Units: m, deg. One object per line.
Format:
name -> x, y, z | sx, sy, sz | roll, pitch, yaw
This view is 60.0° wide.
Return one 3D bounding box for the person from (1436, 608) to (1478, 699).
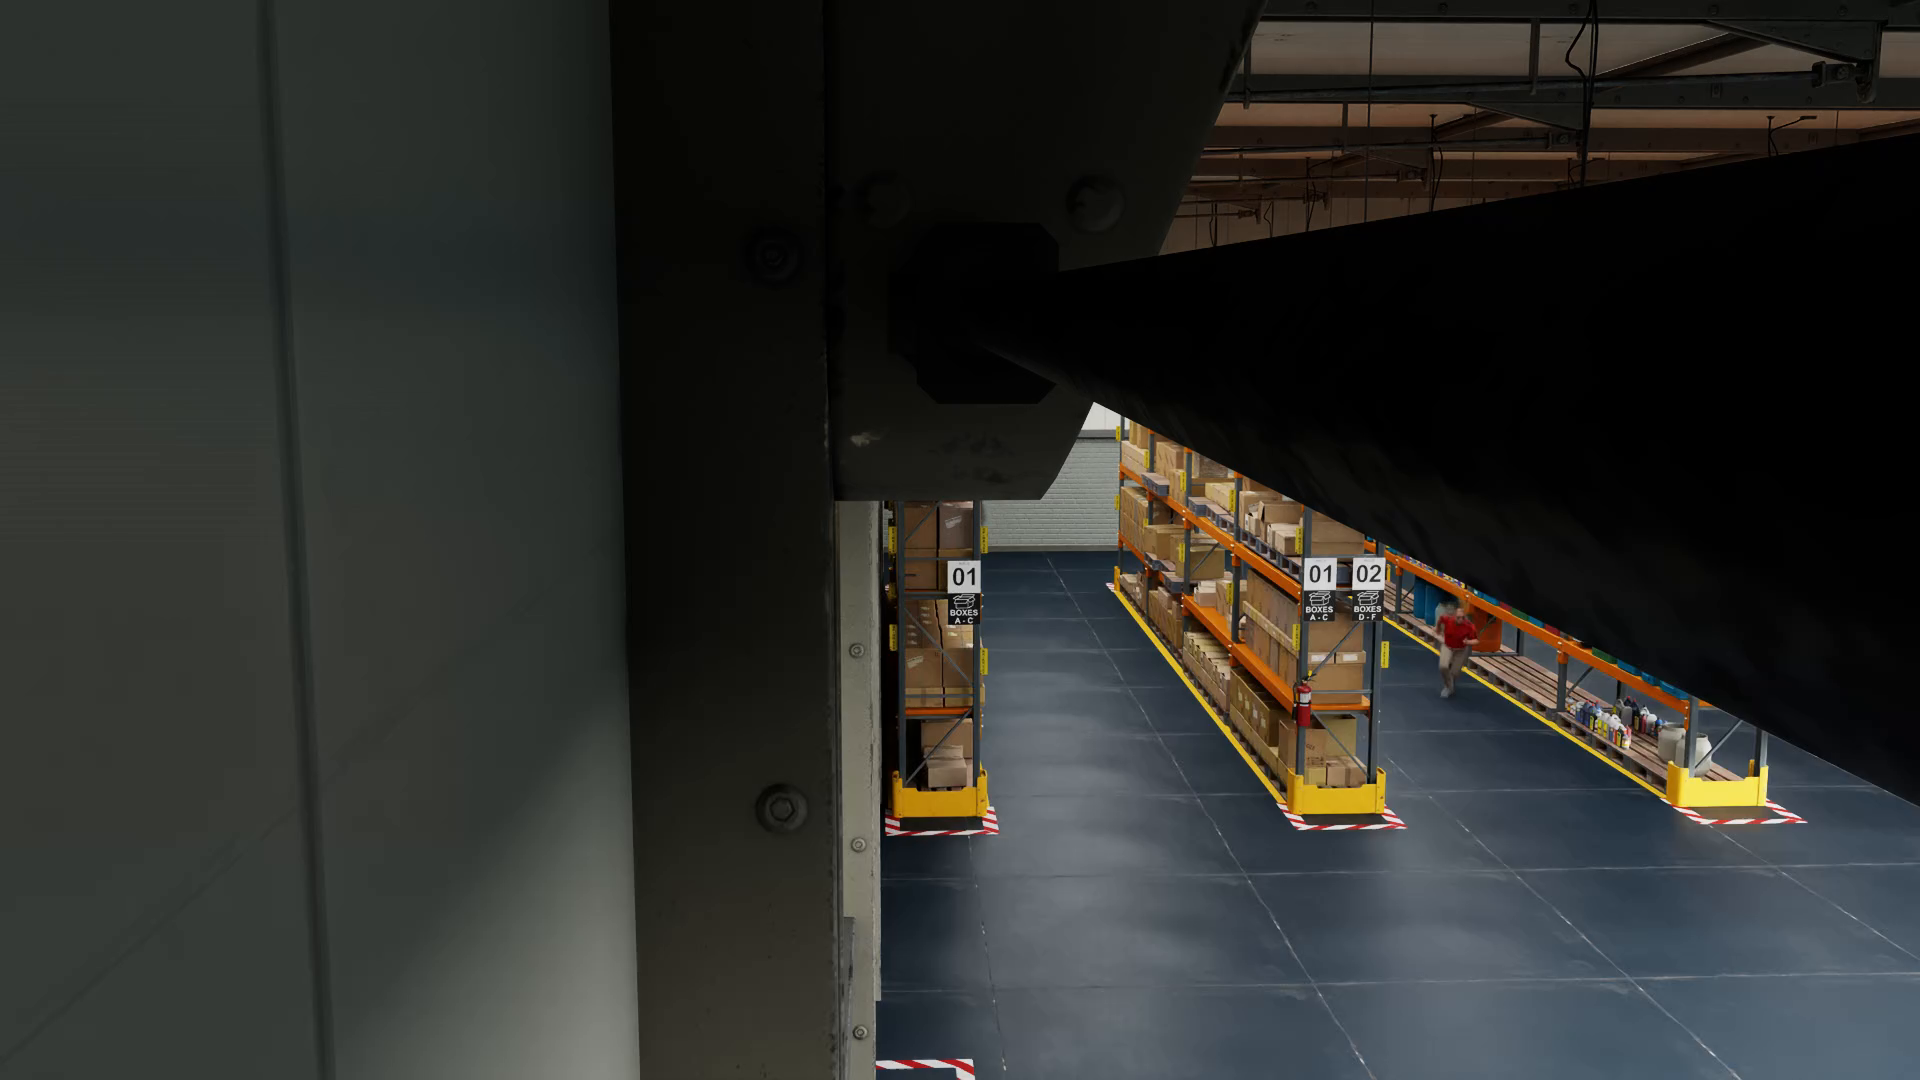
person -> 7.896, 1.771, 26.470 | 0.668, 1.515, 1.130 | 3, 9, 18
